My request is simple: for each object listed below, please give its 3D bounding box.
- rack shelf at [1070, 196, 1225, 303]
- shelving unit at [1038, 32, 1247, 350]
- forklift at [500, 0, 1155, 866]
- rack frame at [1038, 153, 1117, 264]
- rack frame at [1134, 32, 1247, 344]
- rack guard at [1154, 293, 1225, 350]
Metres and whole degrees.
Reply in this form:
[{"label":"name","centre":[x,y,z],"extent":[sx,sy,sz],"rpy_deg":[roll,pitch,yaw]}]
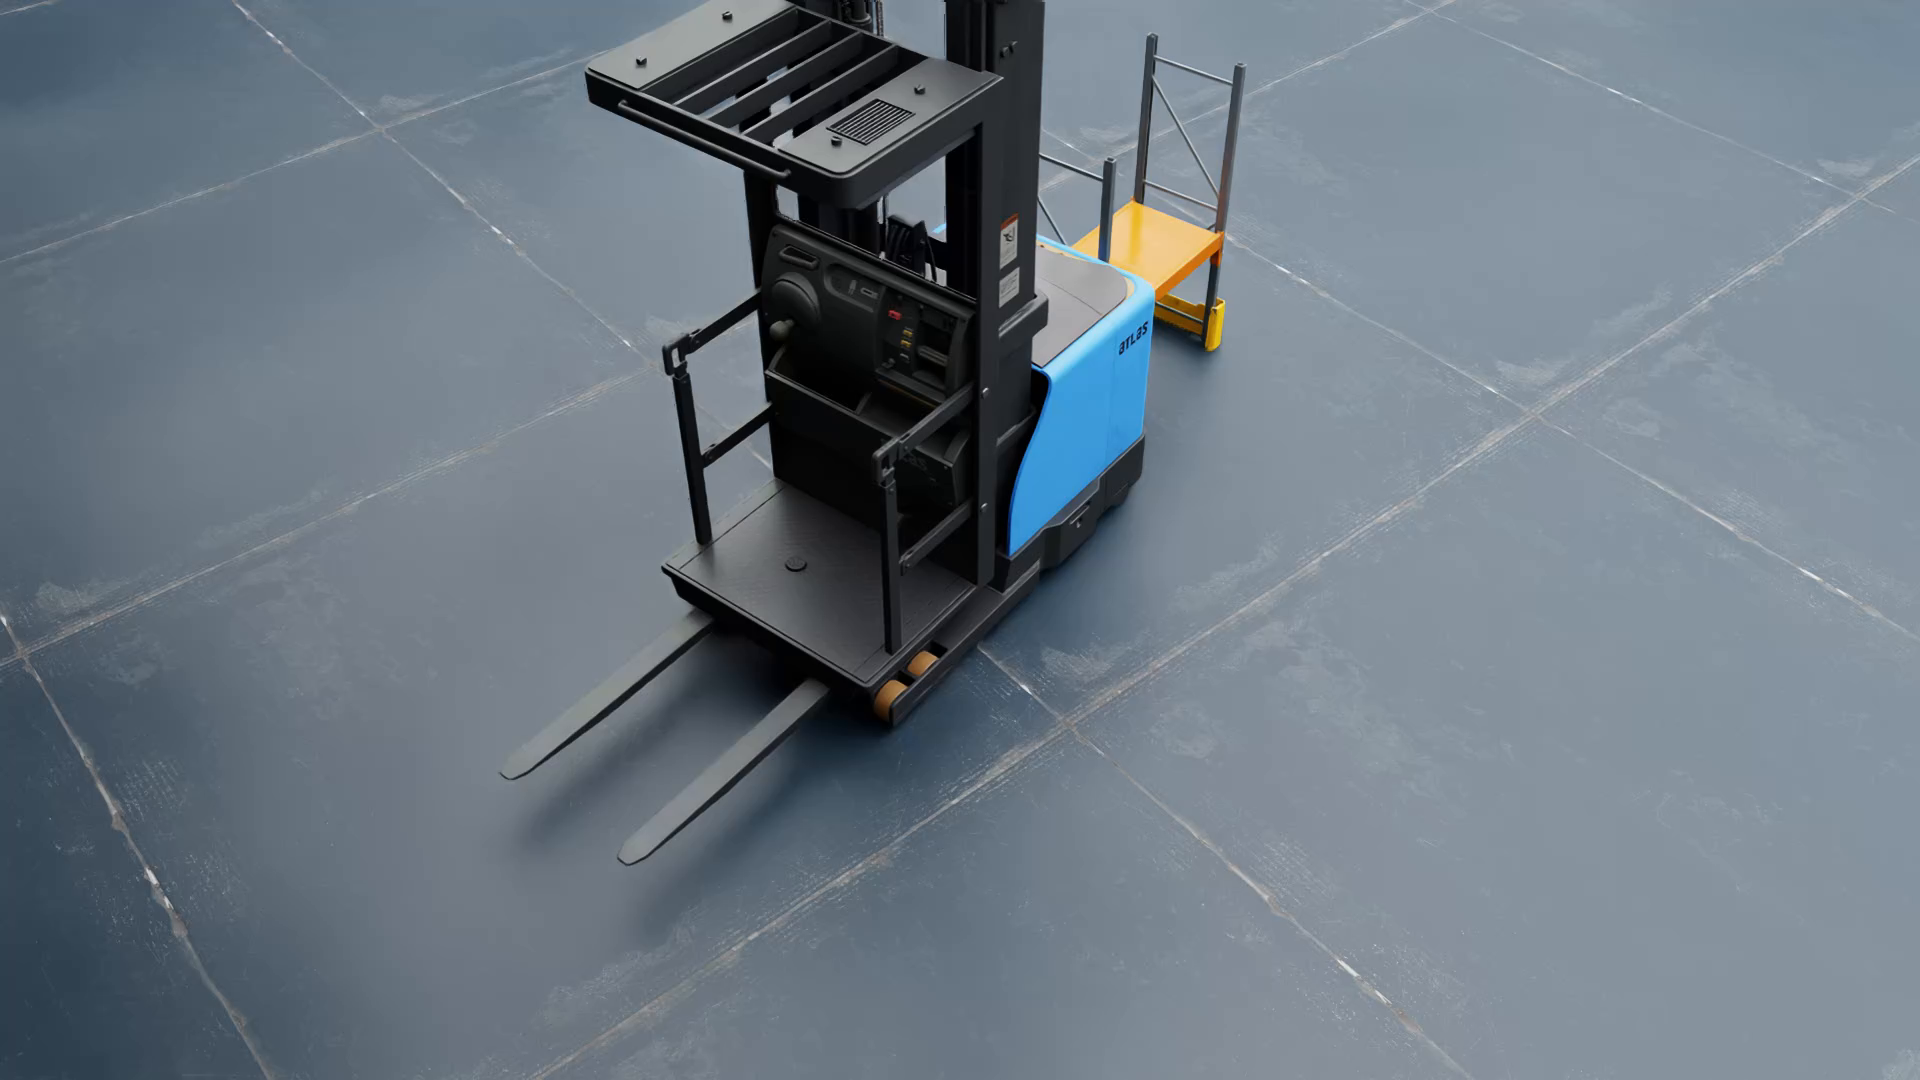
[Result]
[{"label":"rack shelf","centre":[0.736,-1.222,7.719],"extent":[0.538,0.185,1.000],"rpy_deg":[28,50,26]},{"label":"shelving unit","centre":[0.742,-1.358,7.601],"extent":[0.587,1.500,1.083],"rpy_deg":[28,50,26]},{"label":"forklift","centre":[-0.481,-0.742,5.899],"extent":[1.130,2.935,3.031],"rpy_deg":[28,50,26]},{"label":"rack frame","centre":[0.425,-1.078,7.302],"extent":[0.500,1.500,0.032],"rpy_deg":[28,50,26]},{"label":"rack frame","centre":[1.047,-1.629,7.889],"extent":[0.500,1.500,0.032],"rpy_deg":[28,50,26]},{"label":"rack guard","centre":[1.046,-1.173,8.316],"extent":[0.587,0.250,0.087],"rpy_deg":[28,50,26]}]
